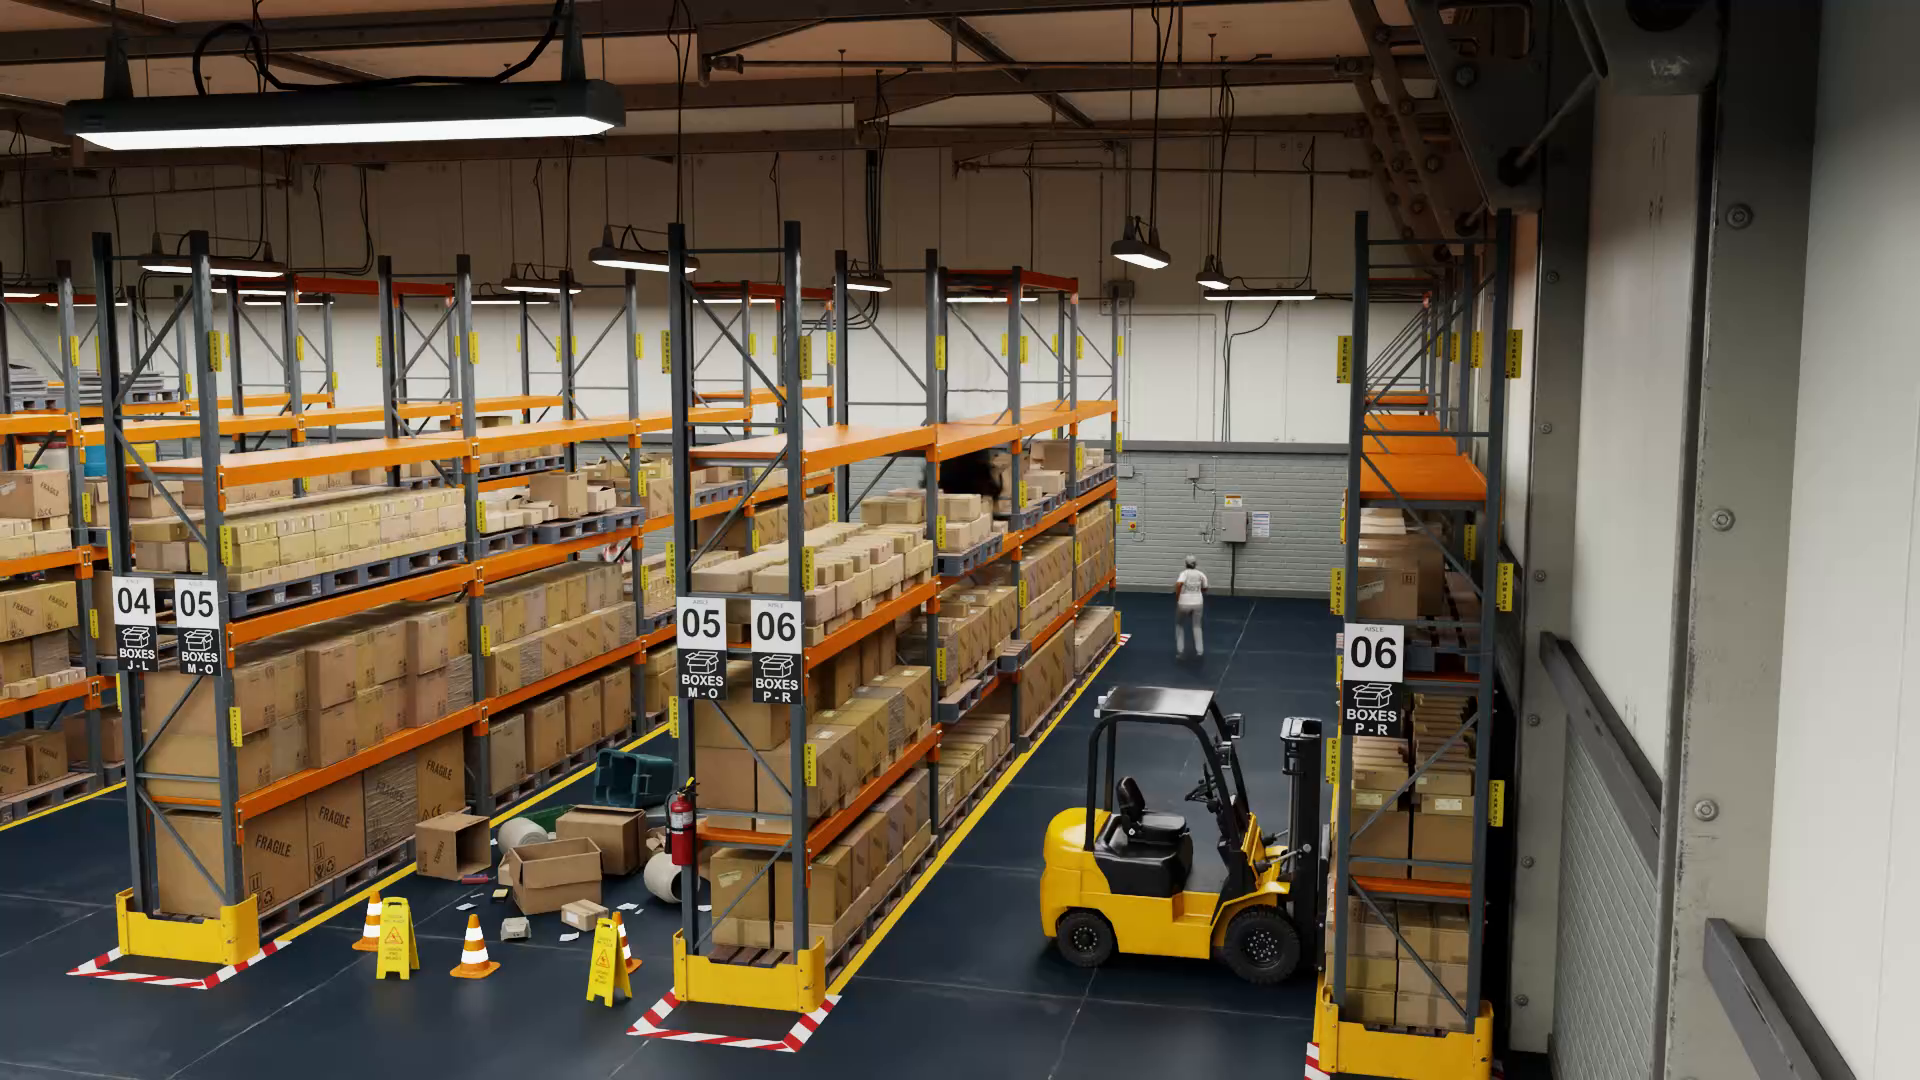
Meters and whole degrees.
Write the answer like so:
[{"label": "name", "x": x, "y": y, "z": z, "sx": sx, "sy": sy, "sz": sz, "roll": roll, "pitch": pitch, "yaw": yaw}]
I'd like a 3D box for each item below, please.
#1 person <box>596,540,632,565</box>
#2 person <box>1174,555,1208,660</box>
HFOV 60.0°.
[{"label": "person", "x": -6.067, "y": 0.746, "z": 29.244, "sx": 0.697, "sy": 1.789, "sz": 0.779, "roll": 0, "pitch": 7, "yaw": -4}, {"label": "person", "x": 3.684, "y": 1.113, "z": 26.570, "sx": 0.621, "sy": 1.726, "sz": 0.750, "roll": -1, "pitch": 7, "yaw": -9}]
